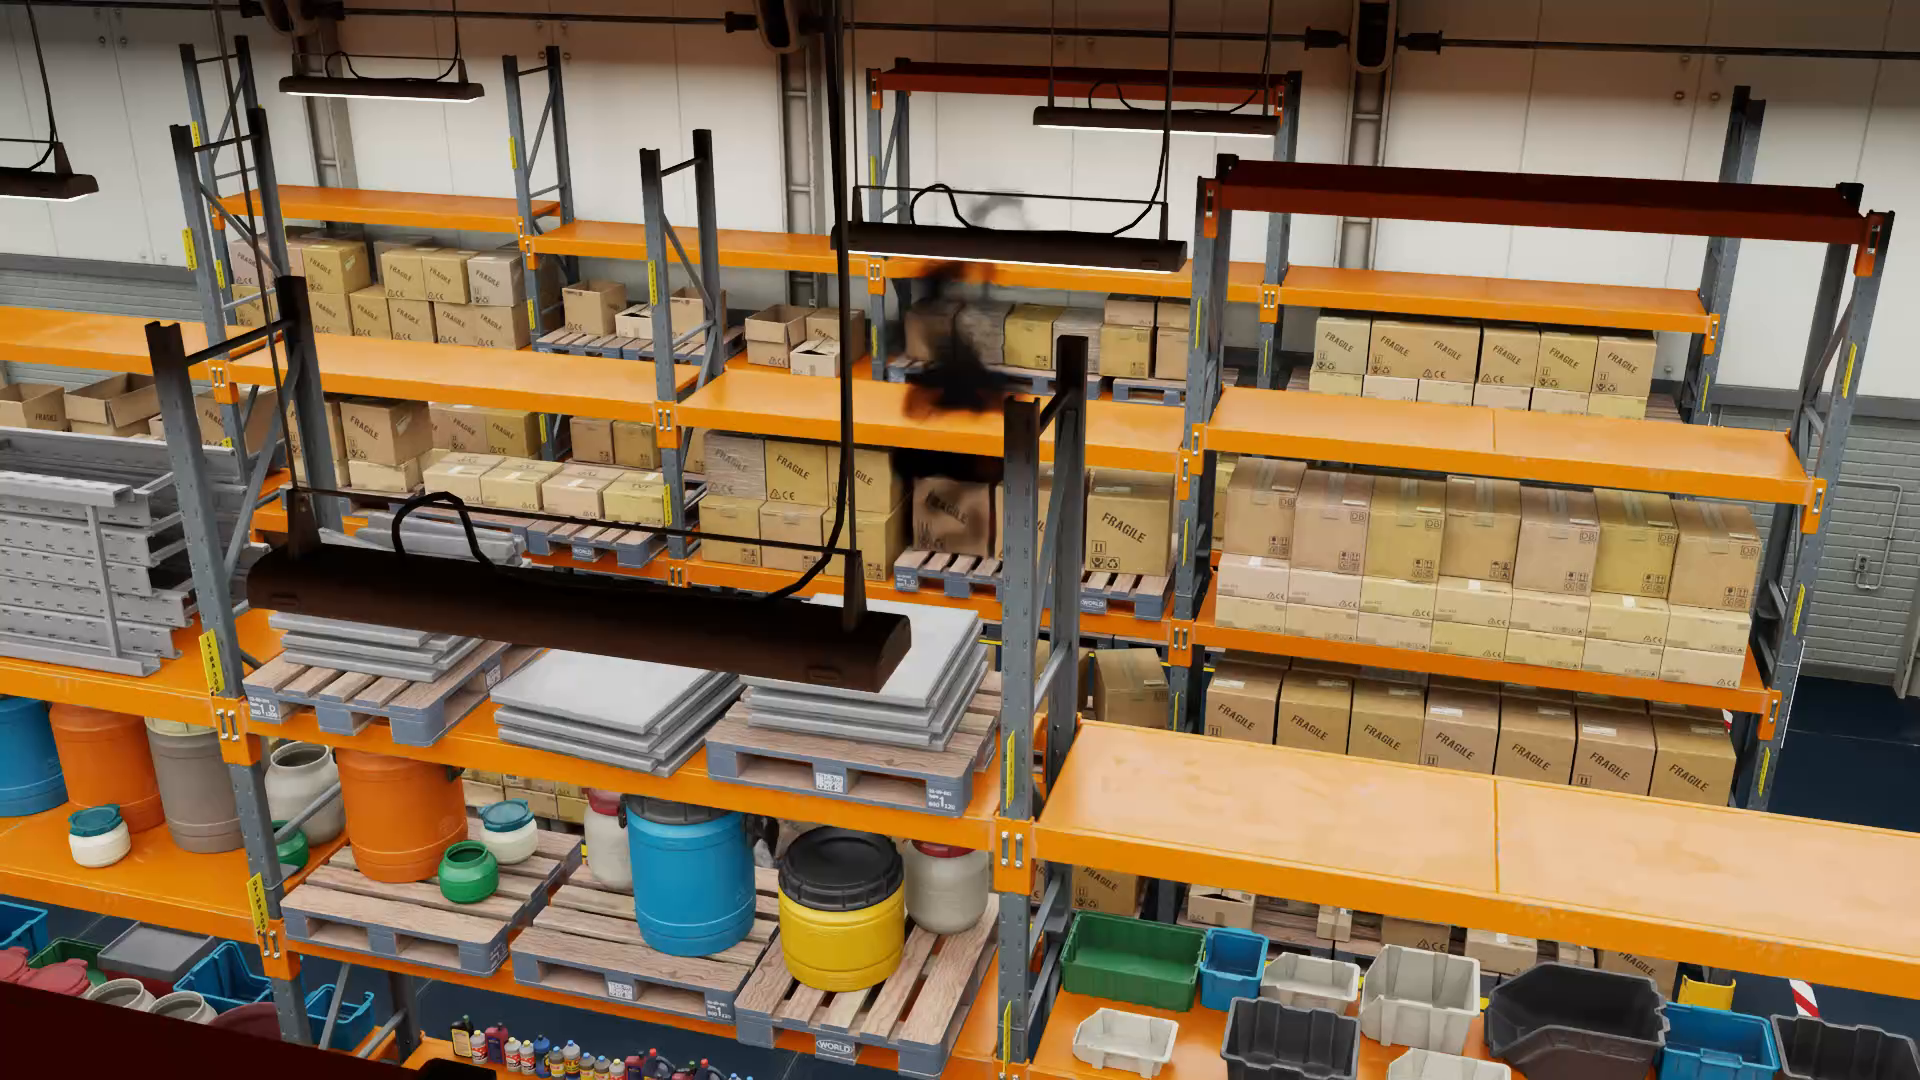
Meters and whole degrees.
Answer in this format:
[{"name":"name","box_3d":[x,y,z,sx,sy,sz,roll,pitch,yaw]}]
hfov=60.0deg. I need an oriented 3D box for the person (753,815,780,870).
[{"name":"person","box_3d":[-1.513,2.527,11.708,0.989,1.741,0.673,5,23,12]}]
